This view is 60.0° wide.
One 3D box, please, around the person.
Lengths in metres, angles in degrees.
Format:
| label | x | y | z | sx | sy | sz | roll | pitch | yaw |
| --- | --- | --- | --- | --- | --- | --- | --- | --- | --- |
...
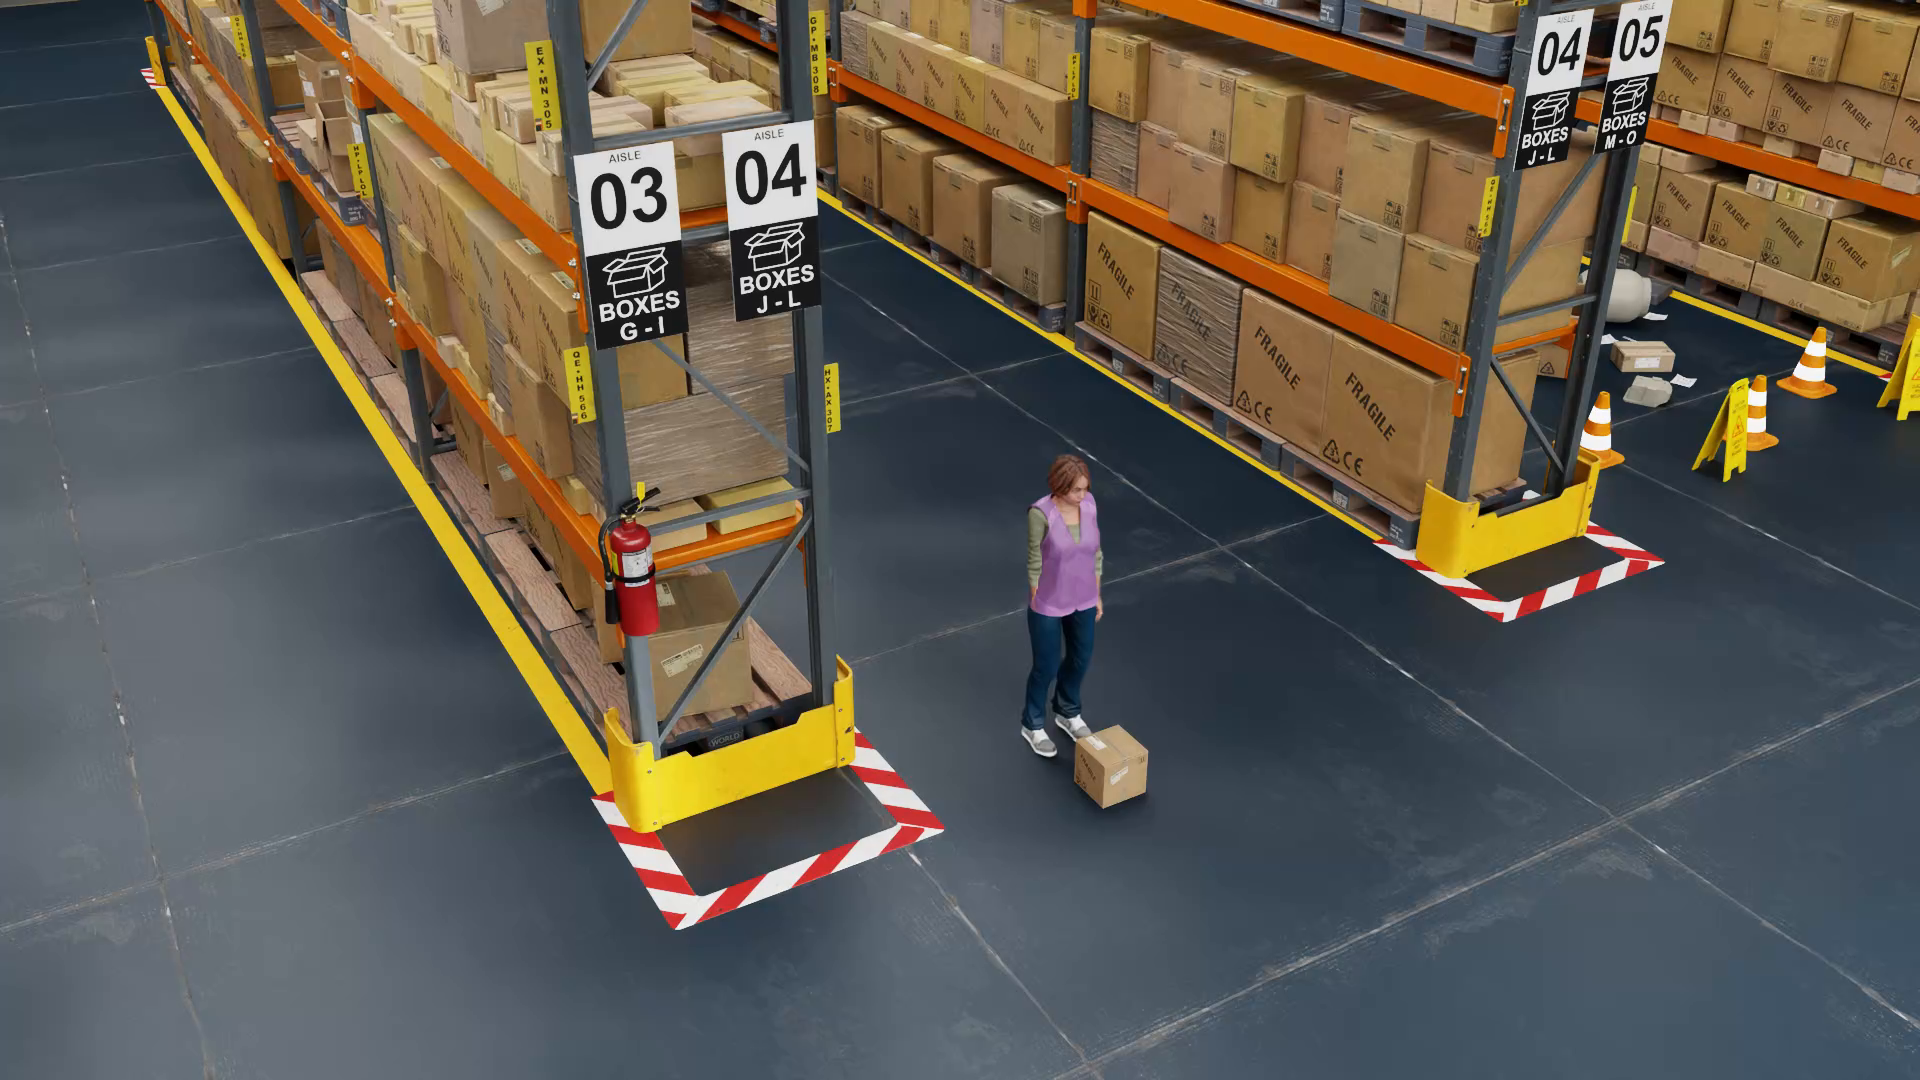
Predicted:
| label | x | y | z | sx | sy | sz | roll | pitch | yaw |
| --- | --- | --- | --- | --- | --- | --- | --- | --- | --- |
| person | 0.507 | 0.305 | 8.032 | 0.407 | 1.589 | 0.299 | -15 | 33 | -25 |
